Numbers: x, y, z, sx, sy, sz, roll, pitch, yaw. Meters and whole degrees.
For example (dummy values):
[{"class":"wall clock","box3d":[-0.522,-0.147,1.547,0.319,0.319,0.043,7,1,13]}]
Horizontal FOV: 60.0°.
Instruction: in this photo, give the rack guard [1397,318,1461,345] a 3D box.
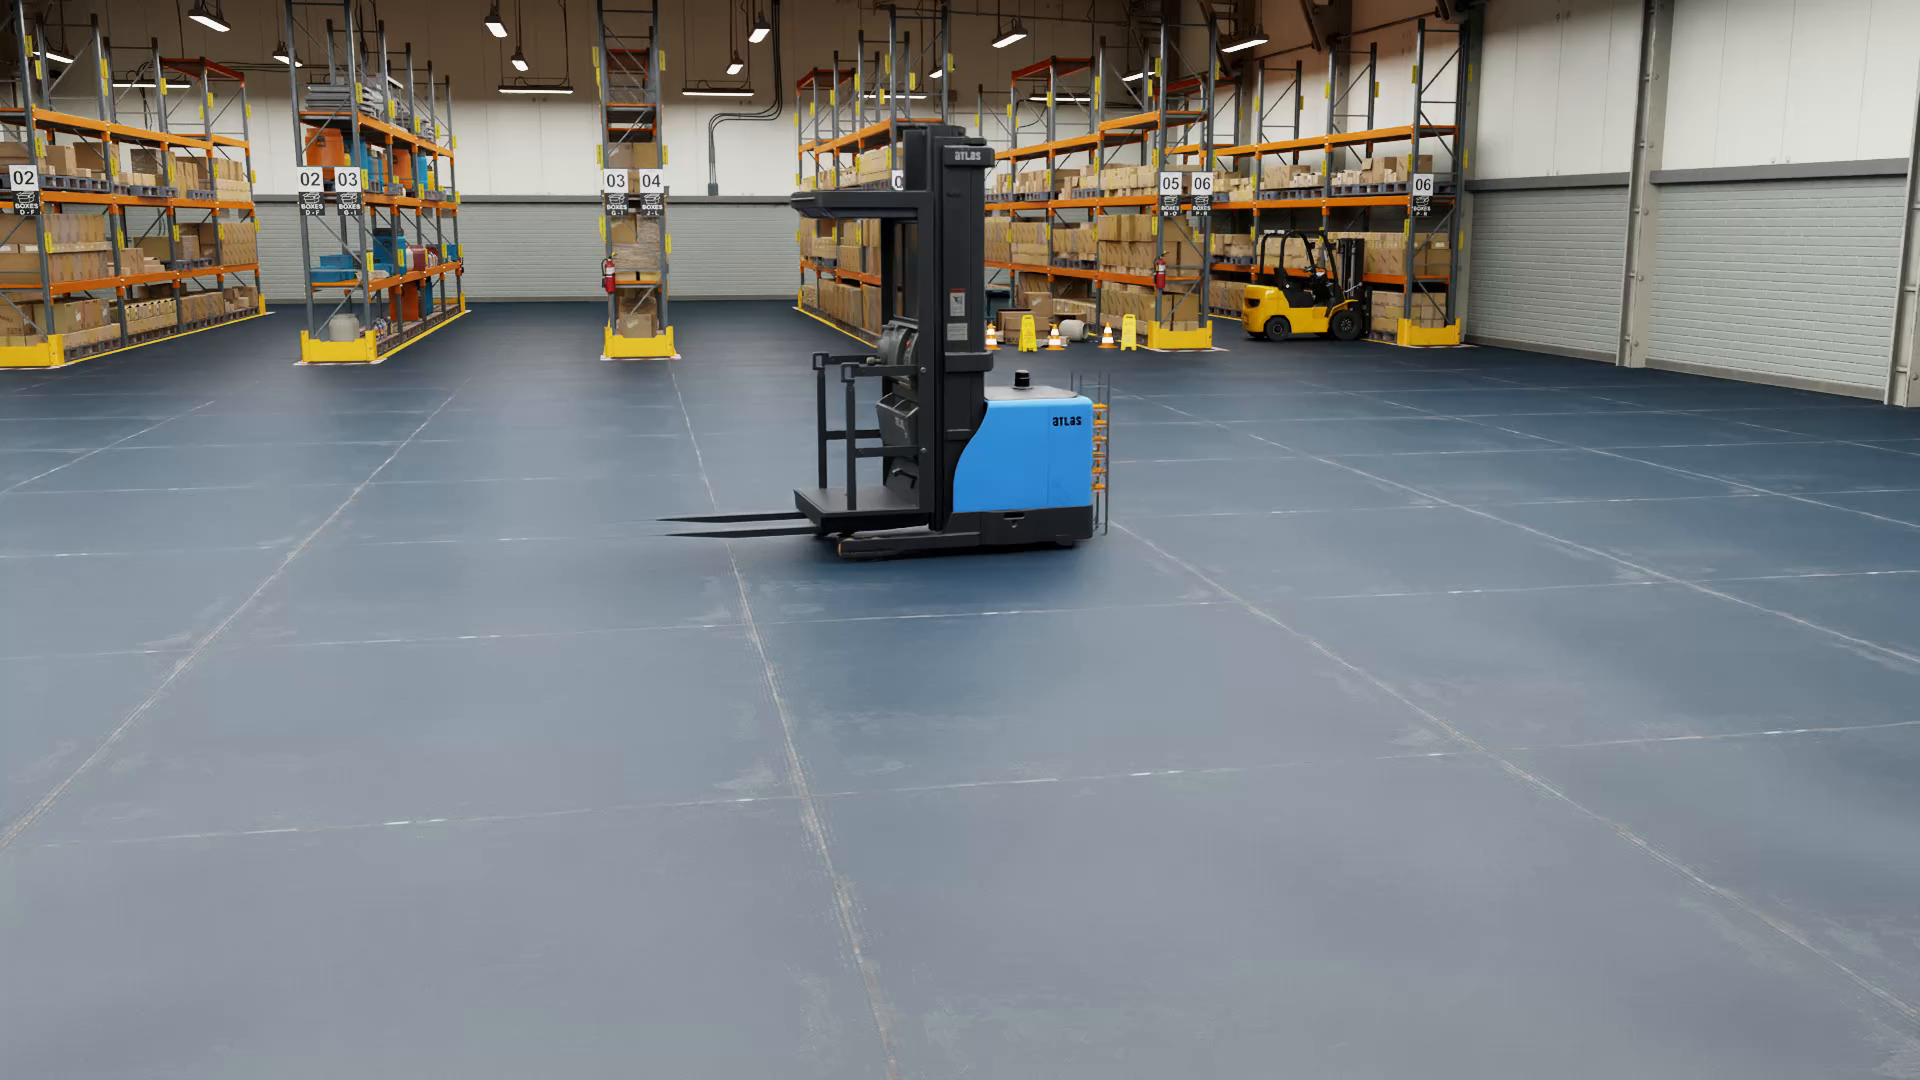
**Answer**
[{"class":"rack guard","box3d":[8.992,-4.002,31.884,1.175,0.500,0.348,-2,11,-11]}]

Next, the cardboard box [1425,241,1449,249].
[{"class":"cardboard box","box3d":[9.176,-5.673,31.980,0.380,0.149,0.250,-2,11,-12]}]

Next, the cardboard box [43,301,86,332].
[{"class":"cardboard box","box3d":[-15.414,-3.846,28.607,0.500,0.500,0.500,-2,11,-11]}]

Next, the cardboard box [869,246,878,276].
[{"class":"cardboard box","box3d":[-1.292,-5.391,32.097,0.875,0.550,0.550,-2,11,-11]}]

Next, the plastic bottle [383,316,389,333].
[{"class":"plastic bottle","box3d":[-10.792,-4.018,31.192,0.144,0.351,0.185,-3,11,-14]}]

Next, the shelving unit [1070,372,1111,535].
[{"class":"shelving unit","box3d":[0.959,-0.639,12.346,0.258,1.200,0.189,-3,11,-17]}]

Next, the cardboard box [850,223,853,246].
[{"class":"cardboard box","box3d":[-1.993,-6.592,35.869,0.700,0.500,0.500,-2,11,-12]}]

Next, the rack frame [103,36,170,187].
[{"class":"rack frame","box3d":[-16.875,-8.747,34.087,1.000,3.000,0.127,-2,11,-11]}]

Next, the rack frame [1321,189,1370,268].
[{"class":"rack frame","box3d":[8.210,-5.968,35.528,1.000,3.000,0.127,-2,11,-11]}]

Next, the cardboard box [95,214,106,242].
[{"class":"cardboard box","box3d":[-16.005,-5.672,30.236,0.700,0.500,0.500,-2,11,-11]}]

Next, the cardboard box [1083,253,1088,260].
[{"class":"cardboard box","box3d":[2.851,-6.049,35.502,0.380,0.149,0.250,-2,11,-12]}]

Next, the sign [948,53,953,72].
[{"class":"sign","box3d":[-0.171,-8.357,29.115,0.100,0.325,0.005,-2,11,-11]}]

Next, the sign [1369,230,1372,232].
[{"class":"sign","box3d":[8.754,-6.452,35.547,0.100,0.325,0.005,-2,11,-11]}]

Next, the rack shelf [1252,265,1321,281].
[{"class":"rack shelf","box3d":[7.821,-5.981,37.522,1.077,0.370,4.000,-2,11,-11]}]

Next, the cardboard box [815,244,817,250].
[{"class":"cardboard box","box3d":[-3.271,-7.053,39.982,0.380,0.149,0.250,-3,11,-13]}]

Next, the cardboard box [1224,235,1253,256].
[{"class":"cardboard box","box3d":[6.933,-7.251,40.871,0.797,0.503,0.637,-2,11,-12]}]

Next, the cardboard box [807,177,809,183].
[{"class":"cardboard box","box3d":[-3.726,-9.226,42.622,0.380,0.149,0.250,-2,11,-12]}]

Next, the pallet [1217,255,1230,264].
[{"class":"pallet","box3d":[7.049,-6.964,41.273,1.003,0.211,1.213,-2,11,-11]}]

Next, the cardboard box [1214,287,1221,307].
[{"class":"cardboard box","box3d":[6.733,-6.127,41.929,0.500,0.500,0.500,-2,11,-13]}]

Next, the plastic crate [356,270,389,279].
[{"class":"plastic crate","box3d":[-10.673,-4.828,30.245,0.530,0.136,0.437,-2,11,-11]}]

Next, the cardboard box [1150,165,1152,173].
[{"class":"cardboard box","box3d":[3.752,-6.895,30.915,0.380,0.149,0.250,-2,11,-10]}]

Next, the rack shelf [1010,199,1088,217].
[{"class":"rack shelf","box3d":[2.175,-8.007,40.144,1.077,0.370,4.000,-2,11,-11]}]

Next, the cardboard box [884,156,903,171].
[{"class":"cardboard box","box3d":[-1.086,-6.735,29.754,0.500,0.250,0.500,-2,11,-10]}]

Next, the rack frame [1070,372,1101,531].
[{"class":"rack frame","box3d":[0.932,-0.655,12.431,0.240,1.200,0.006,-3,11,-17]}]

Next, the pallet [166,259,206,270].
[{"class":"pallet","box3d":[-17.258,-6.062,36.539,1.003,0.211,1.213,-2,11,-11]}]

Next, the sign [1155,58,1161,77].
[{"class":"sign","box3d":[3.571,-8.520,29.972,0.100,0.325,0.005,-2,11,-11]}]

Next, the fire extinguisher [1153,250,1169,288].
[{"class":"fire extinguisher","box3d":[3.690,-4.977,30.530,0.296,0.674,0.183,-2,11,-11]}]

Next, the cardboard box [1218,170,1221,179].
[{"class":"cardboard box","box3d":[6.780,-9.336,42.583,0.396,0.266,0.258,-2,11,-12]}]

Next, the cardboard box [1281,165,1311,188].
[{"class":"cardboard box","box3d":[7.532,-8.151,37.319,0.500,0.500,0.500,-2,11,-10]}]

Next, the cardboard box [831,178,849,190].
[{"class":"cardboard box","box3d":[-2.633,-7.940,37.599,0.500,0.500,0.500,-2,11,-11]}]

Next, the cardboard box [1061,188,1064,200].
[{"class":"cardboard box","box3d":[2.508,-7.817,37.580,0.396,0.266,0.258,-2,11,-11]}]

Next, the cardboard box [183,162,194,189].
[{"class":"cardboard box","box3d":[-17.475,-8.095,37.025,0.600,0.600,0.600,-2,11,-12]}]

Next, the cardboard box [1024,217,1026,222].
[{"class":"cardboard box","box3d":[1.469,-8.210,42.632,0.380,0.149,0.250,-2,11,-10]}]

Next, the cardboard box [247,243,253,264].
[{"class":"cardboard box","box3d":[-17.973,-7.149,41.468,0.500,0.500,0.500,-2,11,-11]}]

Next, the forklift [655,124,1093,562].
[{"class":"forklift","box3d":[-0.622,-1.396,11.690,3.031,2.935,1.130,-3,11,-16]}]

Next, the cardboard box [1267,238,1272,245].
[{"class":"cardboard box","box3d":[7.333,-6.905,38.449,0.380,0.149,0.250,-2,11,-9]}]

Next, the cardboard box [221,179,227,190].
[{"class":"cardboard box","box3d":[-17.603,-8.369,39.187,0.500,0.250,0.500,-2,11,-11]}]

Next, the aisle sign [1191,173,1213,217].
[{"class":"aisle sign","box3d":[4.436,-6.330,30.478,0.394,0.787,0.004,-2,11,-11]}]

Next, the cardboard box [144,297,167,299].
[{"class":"cardboard box","box3d":[-17.287,-4.951,35.697,0.500,0.500,0.500,-2,11,-9]}]

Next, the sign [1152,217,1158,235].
[{"class":"sign","box3d":[3.571,-5.760,30.497,0.100,0.325,0.005,-2,11,-11]}]

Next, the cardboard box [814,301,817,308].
[{"class":"cardboard box","box3d":[-3.461,-5.921,41.782,0.380,0.149,0.250,-2,11,-10]}]

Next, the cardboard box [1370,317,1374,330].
[{"class":"cardboard box","box3d":[8.411,-4.348,33.249,0.500,0.250,0.500,-2,11,-10]}]

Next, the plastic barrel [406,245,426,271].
[{"class":"plastic barrel","box3d":[-11.628,-5.972,35.189,0.600,0.536,0.708,-2,11,-11]}]

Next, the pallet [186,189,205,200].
[{"class":"pallet","box3d":[-17.390,-7.603,36.599,1.213,0.211,1.003,-2,11,-11]}]

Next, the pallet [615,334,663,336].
[{"class":"pallet","box3d":[-5.973,-3.710,31.125,1.003,0.211,1.213,-2,11,-11]}]

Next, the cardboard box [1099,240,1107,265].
[{"class":"cardboard box","box3d":[3.154,-5.891,34.062,0.500,0.500,0.500,-2,11,-11]}]

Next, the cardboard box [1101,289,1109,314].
[{"class":"cardboard box","box3d":[3.191,-4.892,34.104,0.500,0.500,0.500,-2,11,-8]}]

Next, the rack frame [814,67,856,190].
[{"class":"rack frame","box3d":[-3.050,-10.002,40.681,1.000,3.000,0.127,-2,11,-11]}]

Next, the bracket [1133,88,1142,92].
[{"class":"bracket","box3d":[5.263,-13.987,51.988,0.076,0.066,5.218,-2,11,-11]}]

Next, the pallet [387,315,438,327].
[{"class":"pallet","box3d":[-12.444,-4.976,37.776,1.003,0.211,1.213,-2,11,-11]}]

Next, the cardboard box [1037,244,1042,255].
[{"class":"cardboard box","box3d":[2.117,-6.866,39.309,0.500,0.250,0.500,-2,11,-12]}]

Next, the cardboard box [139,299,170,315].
[{"class":"cardboard box","box3d":[-16.424,-4.749,33.856,0.500,0.311,0.500,-2,11,-12]}]

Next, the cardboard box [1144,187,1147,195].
[{"class":"cardboard box","box3d":[3.677,-6.553,31.251,0.380,0.149,0.250,-2,11,-9]}]

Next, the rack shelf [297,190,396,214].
[{"class":"rack shelf","box3d":[-10.849,-5.999,29.596,1.077,0.370,4.000,-2,11,-11]}]
